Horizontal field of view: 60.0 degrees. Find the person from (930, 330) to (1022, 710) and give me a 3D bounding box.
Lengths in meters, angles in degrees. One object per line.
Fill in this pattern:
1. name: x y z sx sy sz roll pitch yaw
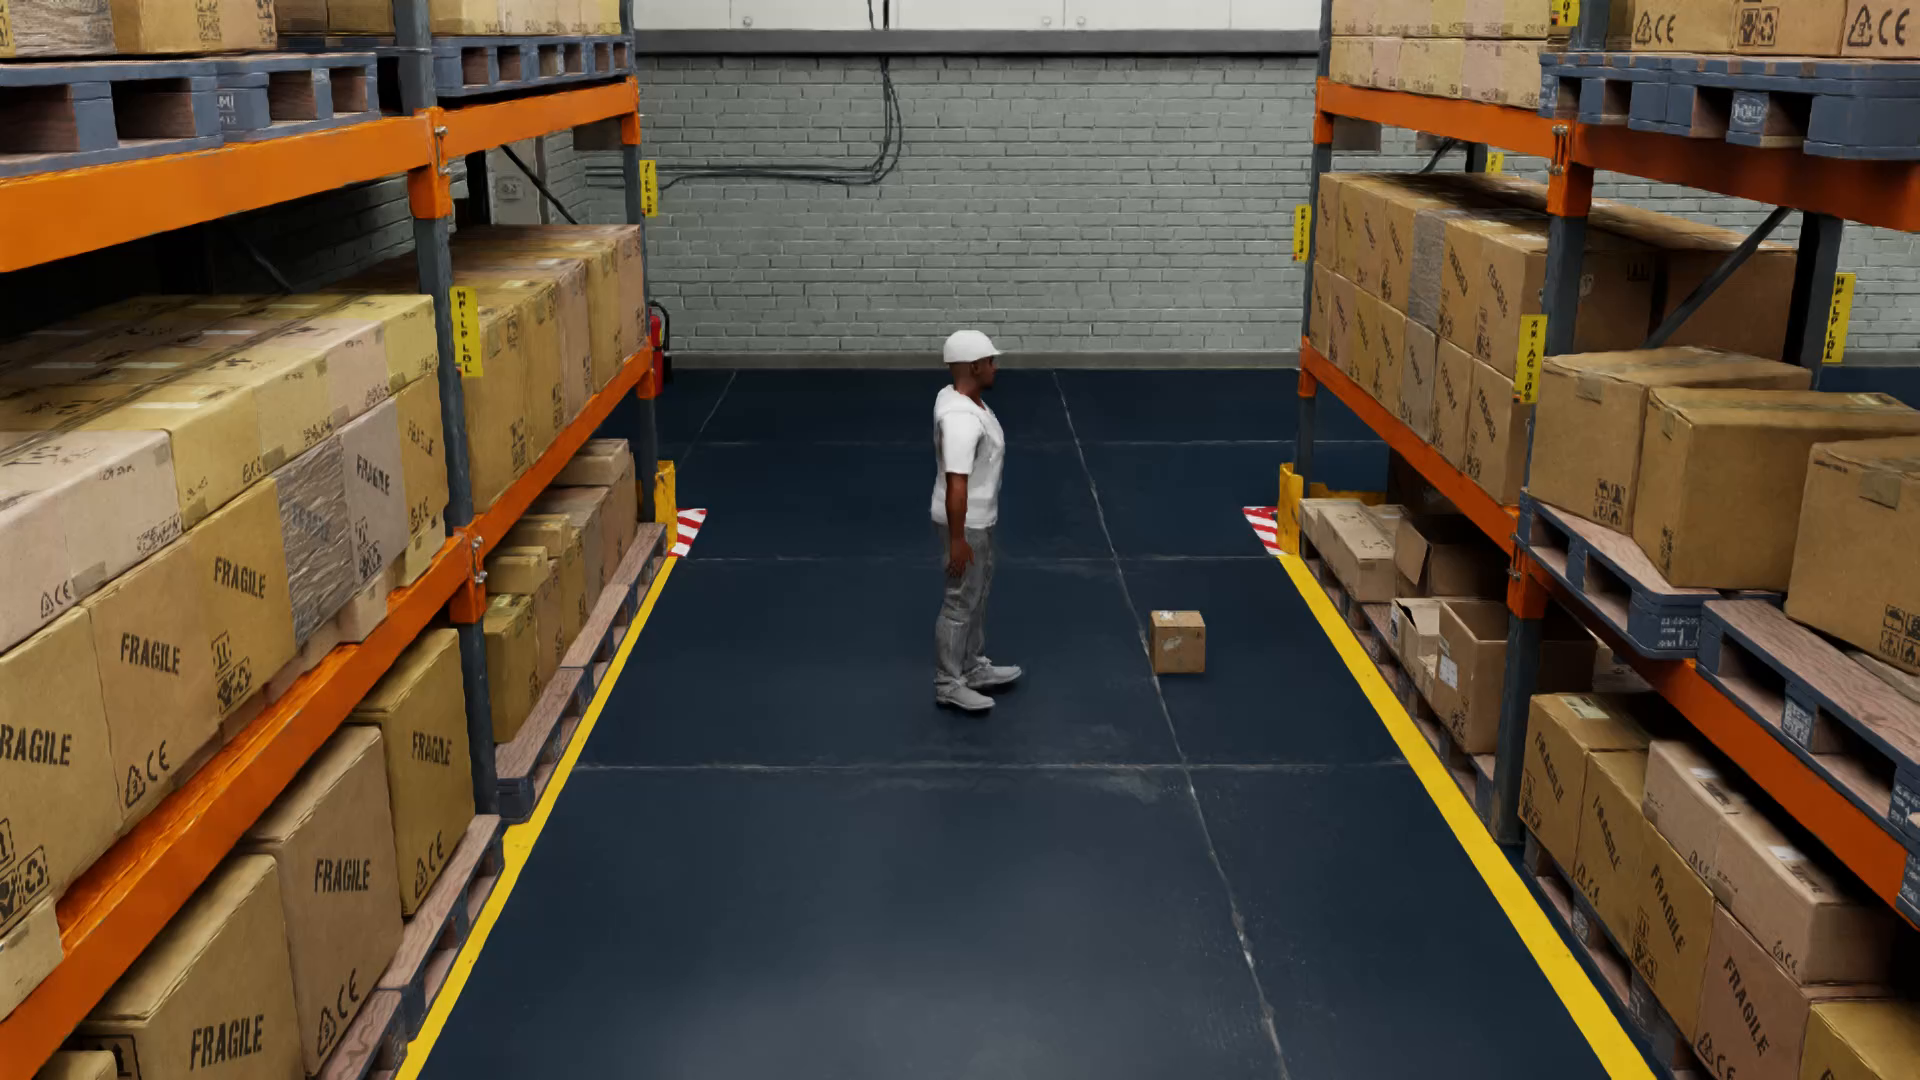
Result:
1. person: 0.081 -0.091 7.734 0.440 1.770 0.660 0 17 1
